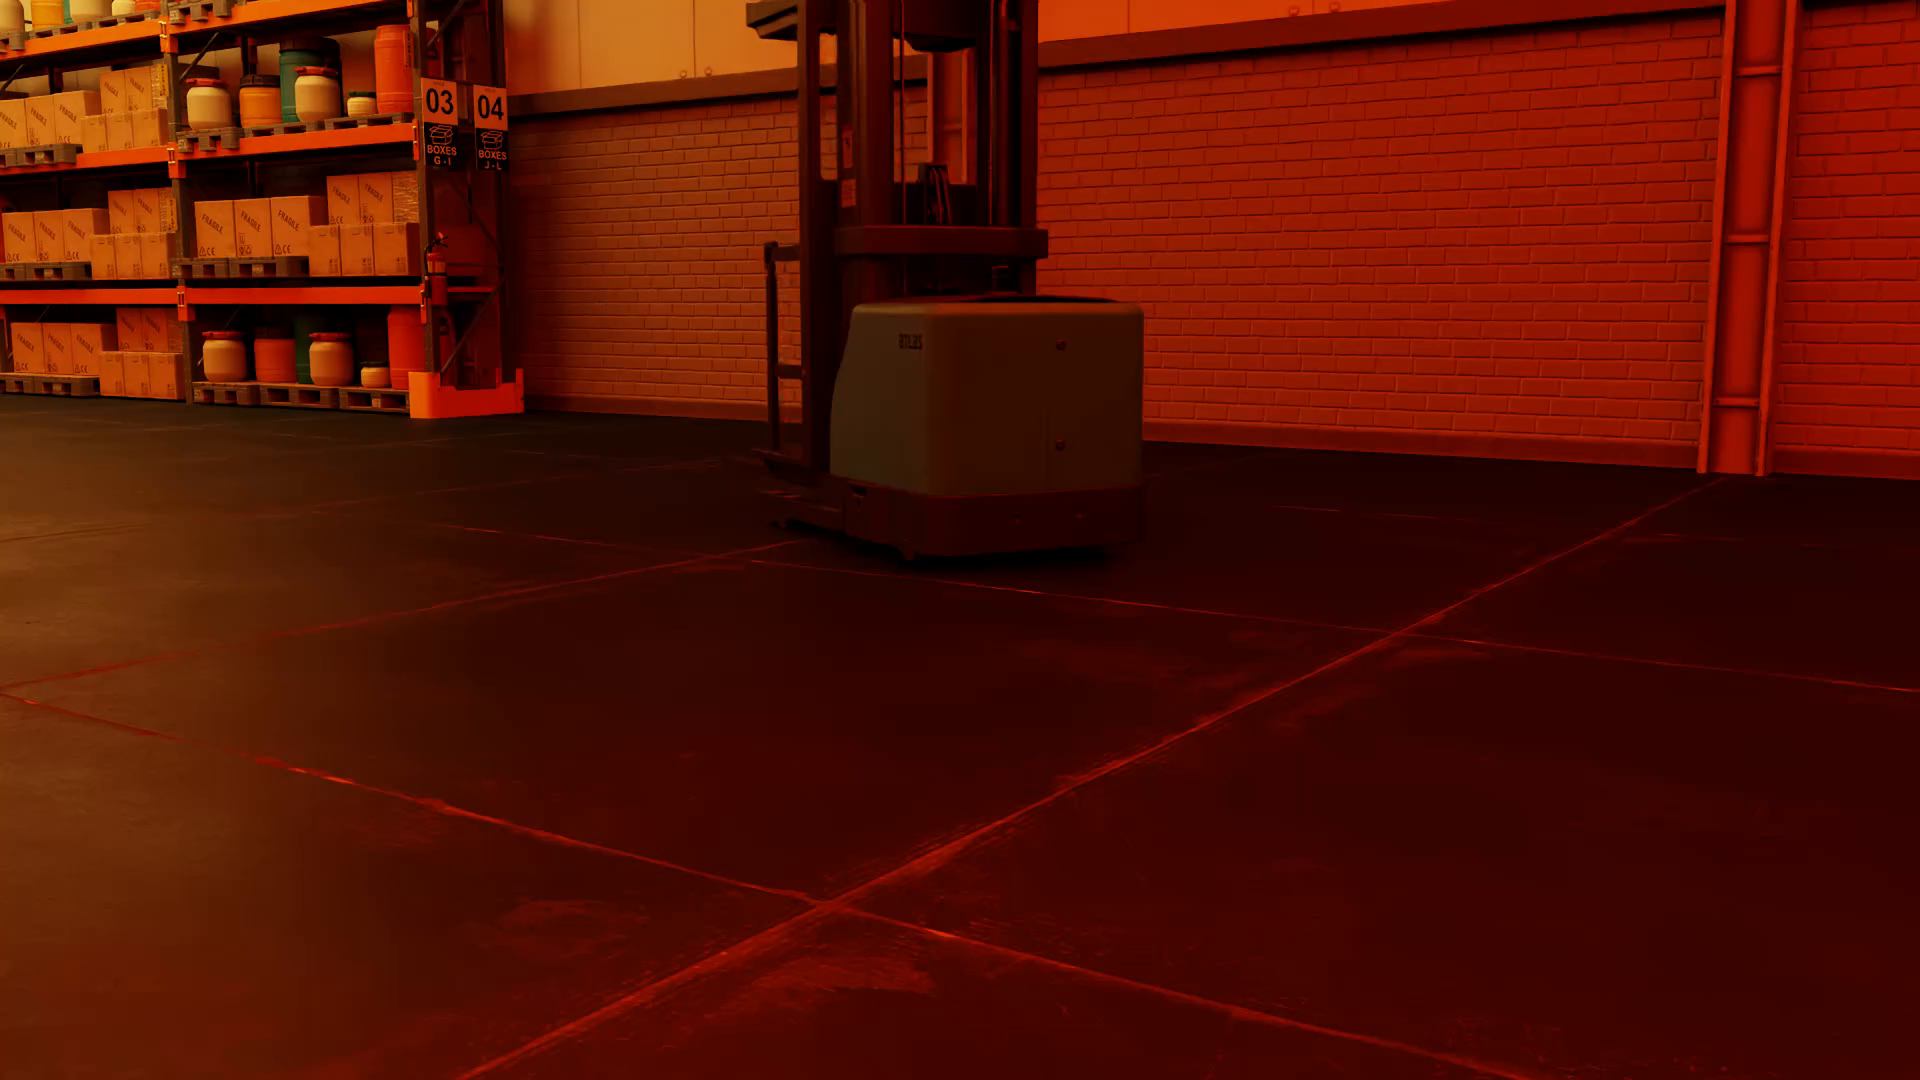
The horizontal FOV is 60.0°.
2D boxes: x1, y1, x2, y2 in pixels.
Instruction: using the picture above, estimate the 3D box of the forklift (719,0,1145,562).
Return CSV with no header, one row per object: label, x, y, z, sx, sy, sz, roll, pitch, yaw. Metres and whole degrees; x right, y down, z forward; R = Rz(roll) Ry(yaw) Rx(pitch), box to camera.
forklift,-0.347,-1.531,7.960,1.130,2.935,3.031,-4,9,-28
